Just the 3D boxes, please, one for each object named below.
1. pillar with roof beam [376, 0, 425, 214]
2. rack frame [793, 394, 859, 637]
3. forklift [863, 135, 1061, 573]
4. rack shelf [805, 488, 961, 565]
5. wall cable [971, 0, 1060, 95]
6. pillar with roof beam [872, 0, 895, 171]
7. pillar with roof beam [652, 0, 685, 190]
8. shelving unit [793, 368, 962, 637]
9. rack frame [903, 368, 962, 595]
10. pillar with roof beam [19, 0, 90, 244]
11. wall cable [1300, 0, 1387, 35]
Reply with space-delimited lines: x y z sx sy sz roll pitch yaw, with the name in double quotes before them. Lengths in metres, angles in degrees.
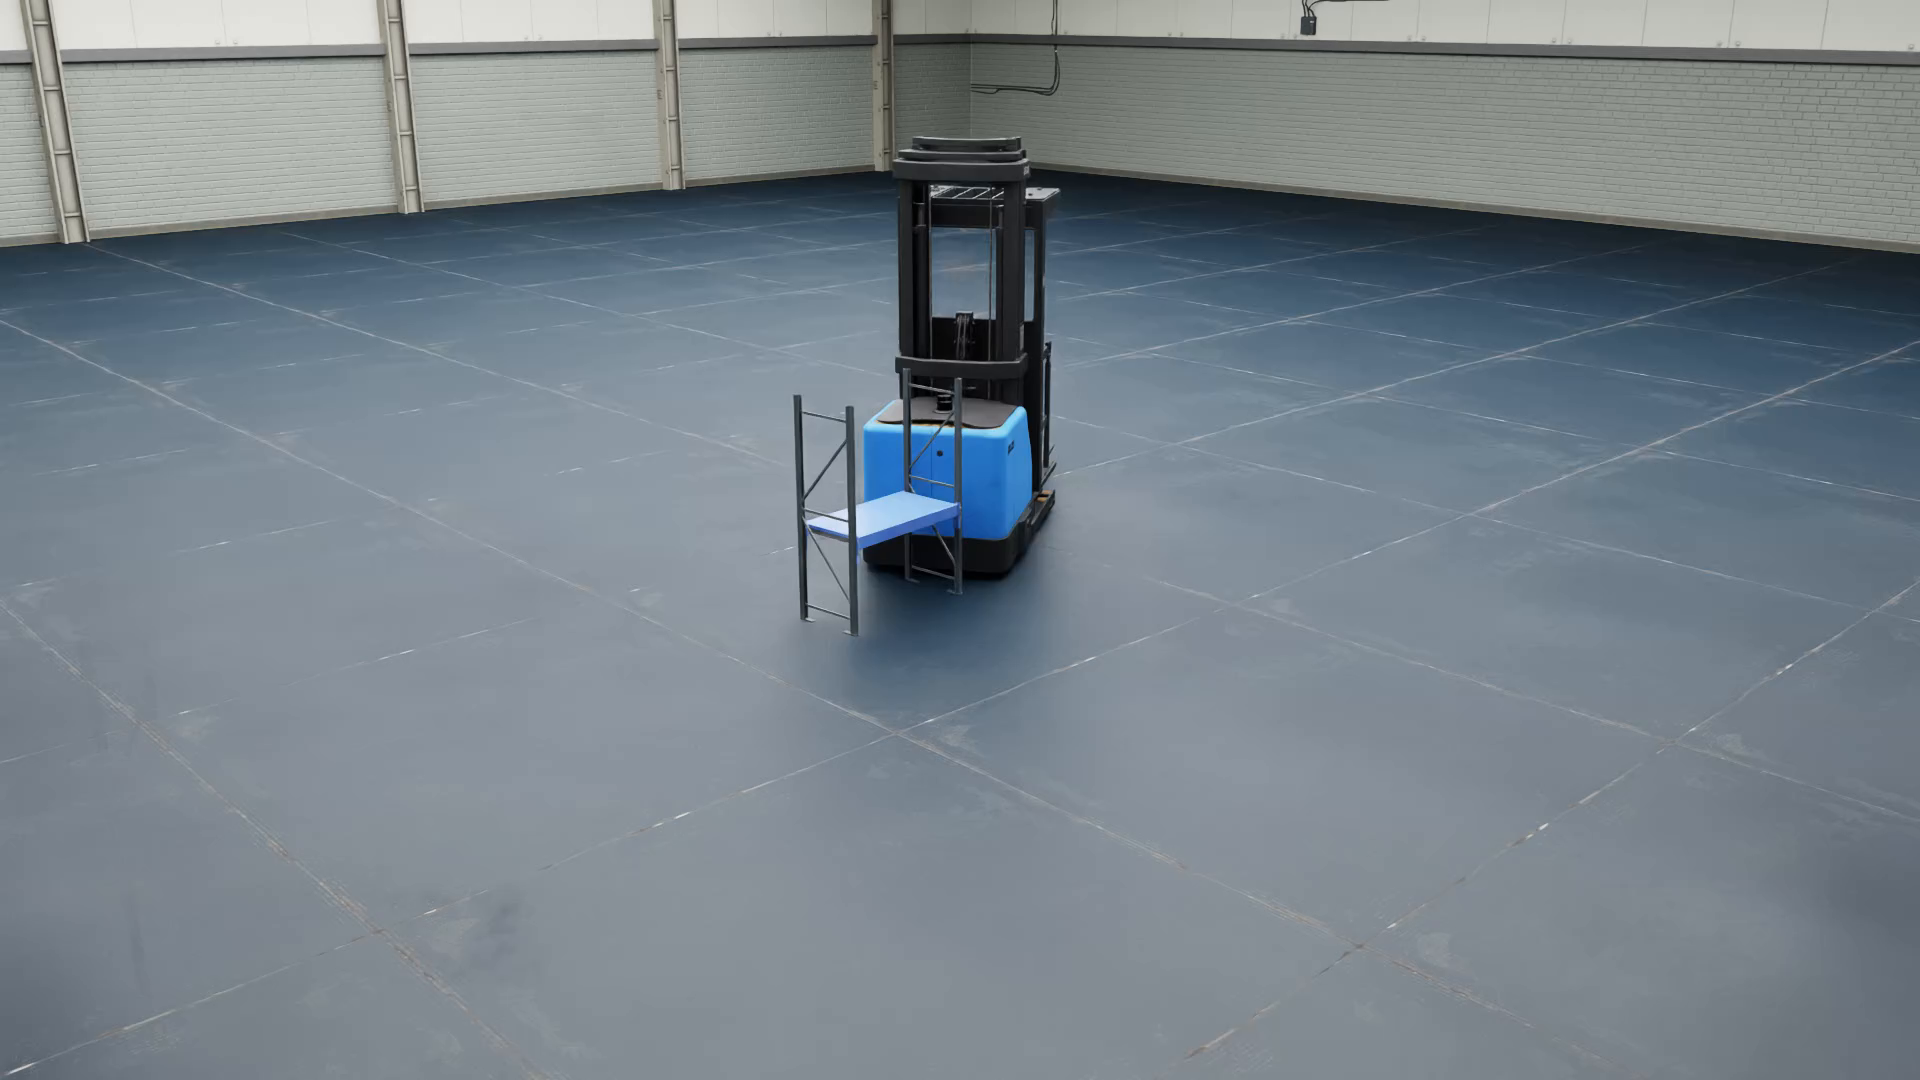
"pillar with roof beam" -7.561 -9.603 27.511 0.400 9.000 9.100 -16 24 -41
"rack frame" -0.847 -0.151 10.520 0.500 1.500 0.032 15 23 38
"forklift" 0.139 -1.582 12.613 1.130 2.935 3.031 4 18 12
"rack shelf" -0.516 -0.099 10.943 0.538 0.185 1.000 15 23 38
"wall cable" 1.249 -11.961 39.820 0.112 2.526 3.097 -16 24 -41
"pillar with roof beam" 1.158 -12.145 35.354 0.400 9.000 9.100 -16 24 -41
"pillar with roof beam" -3.202 -10.874 31.433 0.400 9.000 9.100 -16 24 -41
"shelving unit" -0.516 -0.270 10.887 0.538 1.500 1.048 15 23 38
"rack frame" -0.186 -0.390 11.255 0.500 1.500 0.032 15 23 38
"pillar with roof beam" -11.921 -8.331 23.590 0.400 9.000 9.100 -16 24 -41
"wall cable" 7.760 -12.925 32.244 0.169 6.003 2.305 -16 24 -41
